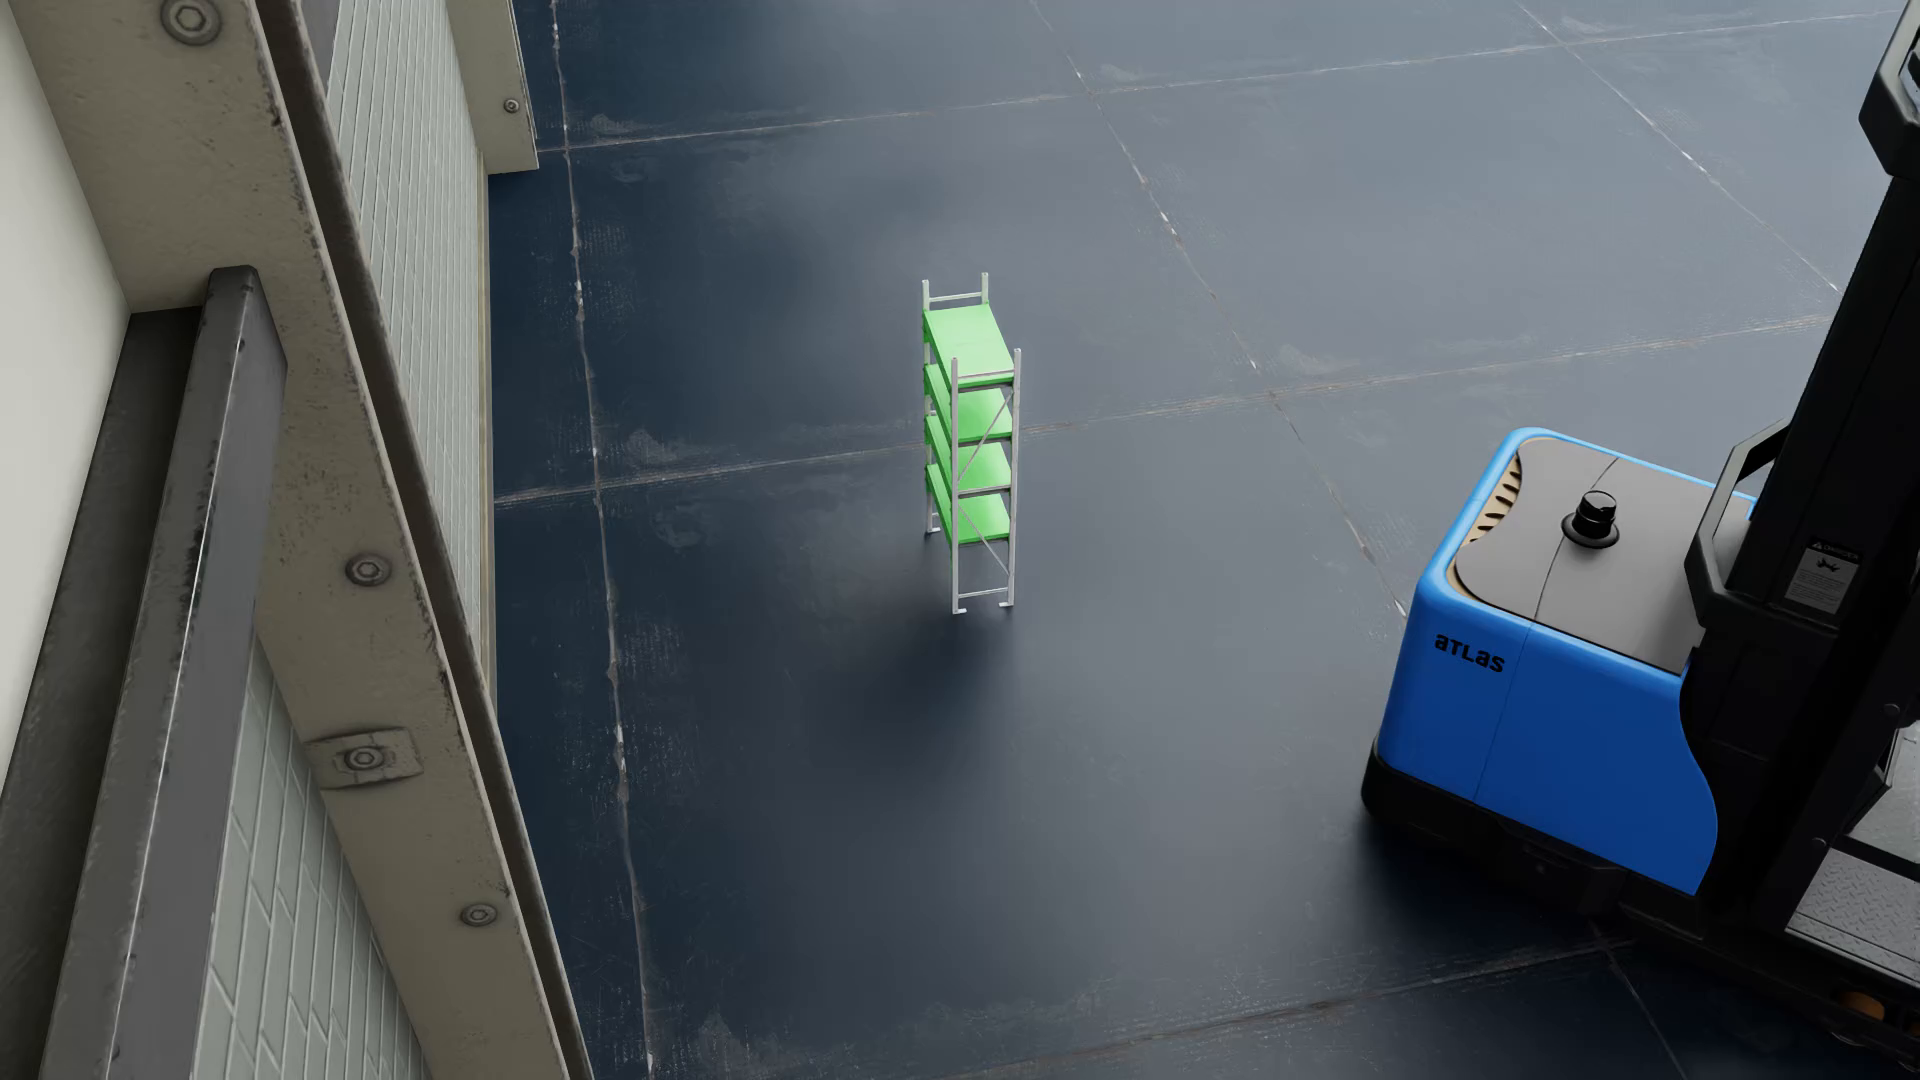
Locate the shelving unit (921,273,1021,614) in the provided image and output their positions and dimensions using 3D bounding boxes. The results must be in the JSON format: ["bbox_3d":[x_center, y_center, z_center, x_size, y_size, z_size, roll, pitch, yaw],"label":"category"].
[{"bbox_3d":[0.036,-0.341,6.231,0.258,1.200,0.503,-8,42,-9],"label":"shelving unit"}]

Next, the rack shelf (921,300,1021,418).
[{"bbox_3d":[0.036,-0.653,5.955,0.258,0.148,0.480,-8,42,-9],"label":"rack shelf"}]

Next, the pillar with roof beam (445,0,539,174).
[{"bbox_3d":[1.726,-6.100,6.843,9.100,9.000,0.400,-8,42,-9],"label":"pillar with roof beam"}]

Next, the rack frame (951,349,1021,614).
[{"bbox_3d":[0.088,-0.183,6.053,0.240,1.200,0.015,-8,42,-9],"label":"rack frame"}]

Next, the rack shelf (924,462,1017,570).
[{"bbox_3d":[0.036,-0.114,6.433,0.258,0.148,0.480,-8,42,-9],"label":"rack shelf"}]

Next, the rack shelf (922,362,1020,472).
[{"bbox_3d":[0.036,-0.473,6.114,0.258,0.148,0.480,-8,42,-9],"label":"rack shelf"}]

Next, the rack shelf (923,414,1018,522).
[{"bbox_3d":[0.036,-0.294,6.273,0.258,0.148,0.480,-8,42,-9],"label":"rack shelf"}]

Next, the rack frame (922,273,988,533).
[{"bbox_3d":[-0.017,-0.500,6.409,0.240,1.200,0.015,-8,42,-9],"label":"rack frame"}]

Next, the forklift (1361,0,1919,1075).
[{"bbox_3d":[2.888,0.091,4.439,3.031,2.935,1.130,22,46,23],"label":"forklift"}]
